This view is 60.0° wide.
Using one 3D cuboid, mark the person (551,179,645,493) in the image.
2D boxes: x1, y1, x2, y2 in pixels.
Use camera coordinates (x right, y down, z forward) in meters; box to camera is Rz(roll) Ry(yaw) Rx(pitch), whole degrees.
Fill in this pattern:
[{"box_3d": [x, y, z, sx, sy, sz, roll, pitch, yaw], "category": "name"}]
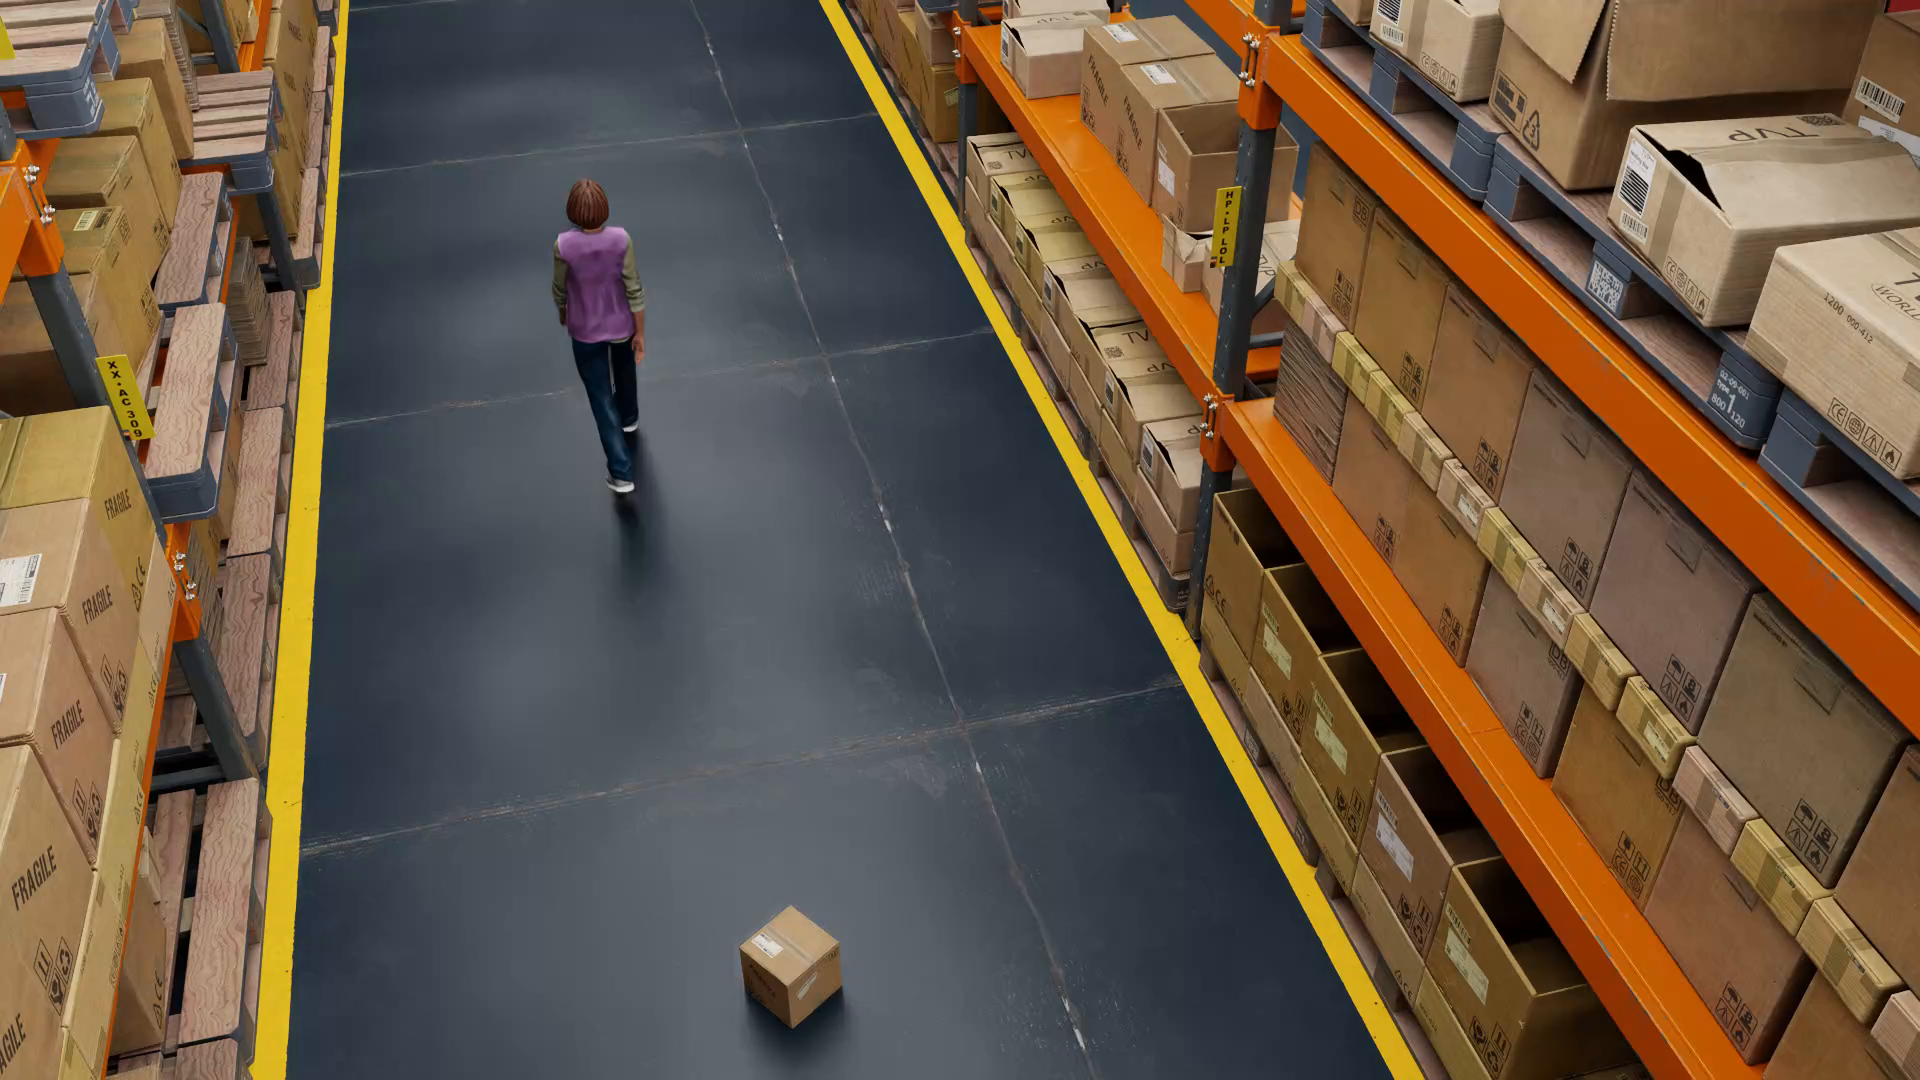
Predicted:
[{"box_3d": [-1.719, -1.028, 7.995, 0.410, 1.546, 0.936, -14, 41, -17], "category": "person"}]
